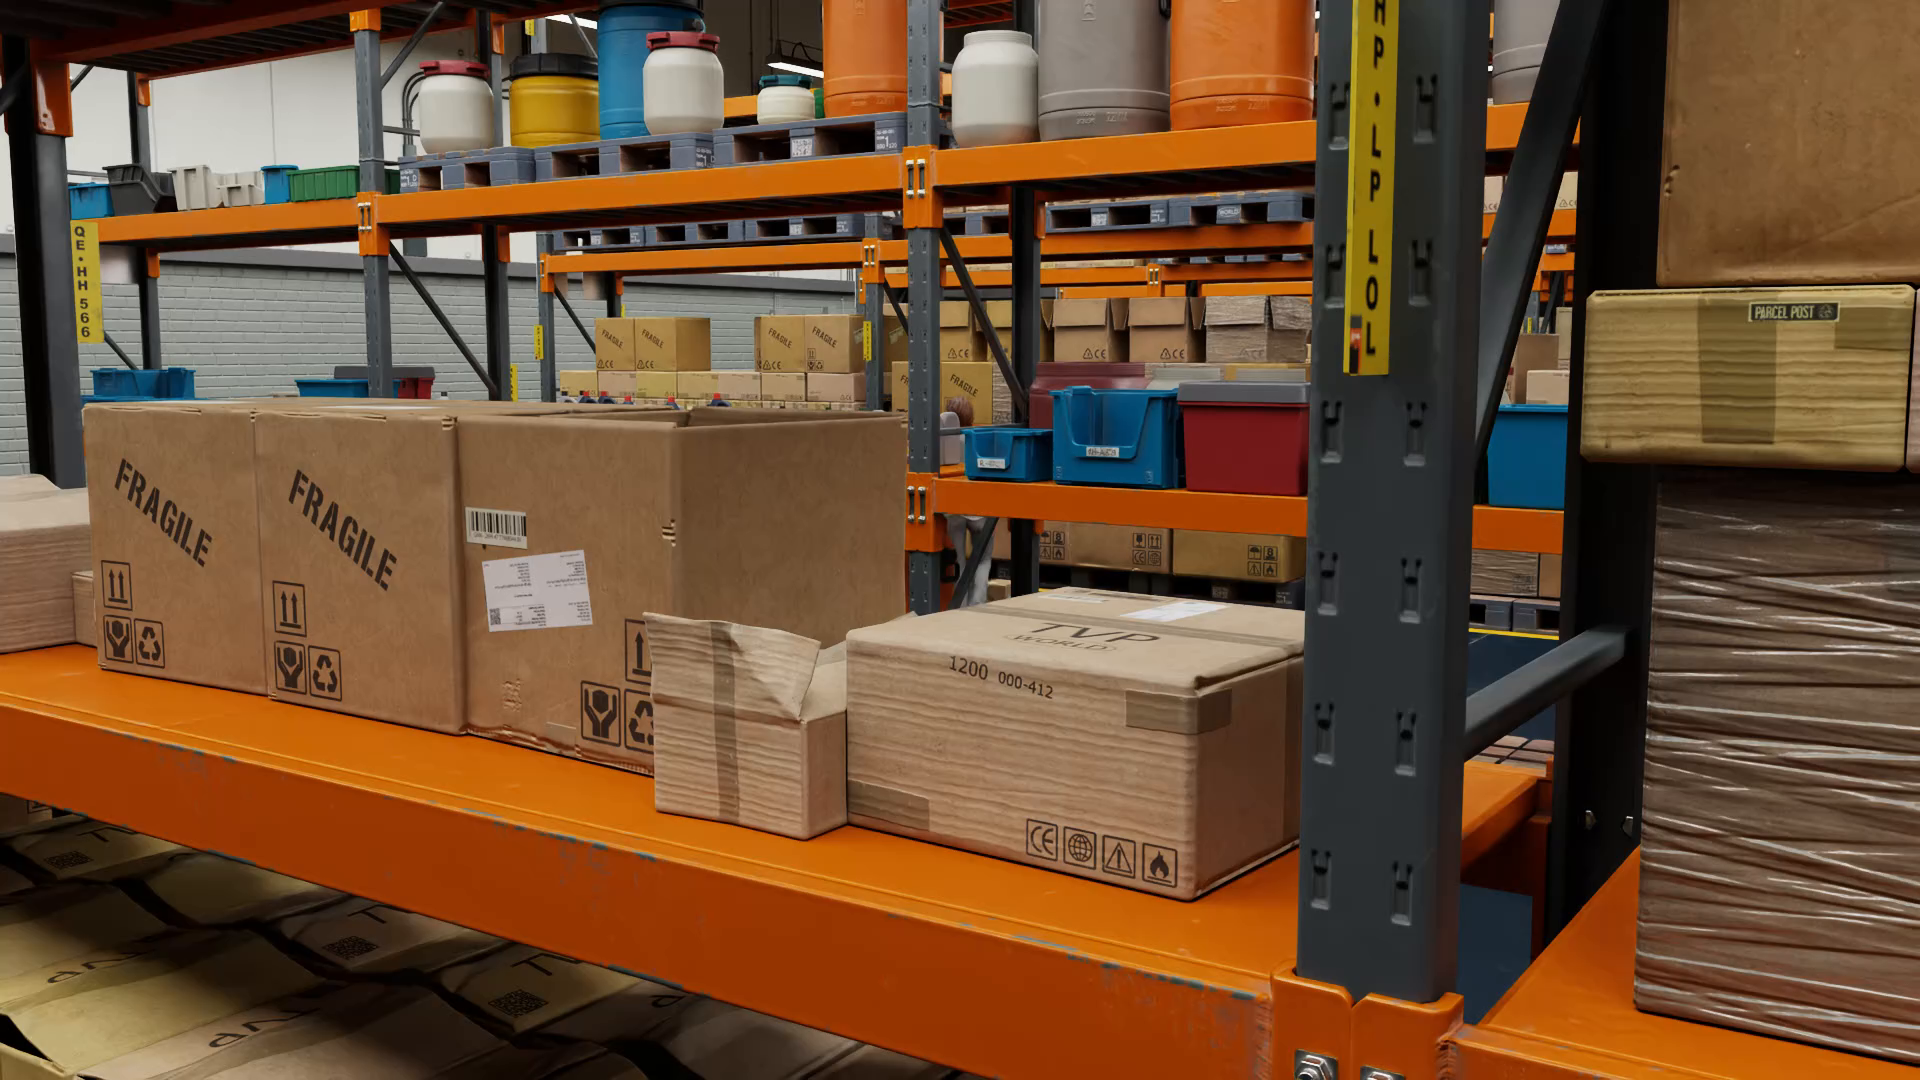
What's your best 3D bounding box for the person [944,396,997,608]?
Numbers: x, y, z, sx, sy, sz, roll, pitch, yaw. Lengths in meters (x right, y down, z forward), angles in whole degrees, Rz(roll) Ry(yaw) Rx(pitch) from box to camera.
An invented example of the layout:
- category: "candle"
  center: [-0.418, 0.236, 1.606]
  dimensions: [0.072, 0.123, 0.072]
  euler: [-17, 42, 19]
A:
- category: "person"
  center: [0.025, -0.131, 10.702]
  dimensions: [0.424, 1.581, 0.492]
  euler: [0, 7, 0]
